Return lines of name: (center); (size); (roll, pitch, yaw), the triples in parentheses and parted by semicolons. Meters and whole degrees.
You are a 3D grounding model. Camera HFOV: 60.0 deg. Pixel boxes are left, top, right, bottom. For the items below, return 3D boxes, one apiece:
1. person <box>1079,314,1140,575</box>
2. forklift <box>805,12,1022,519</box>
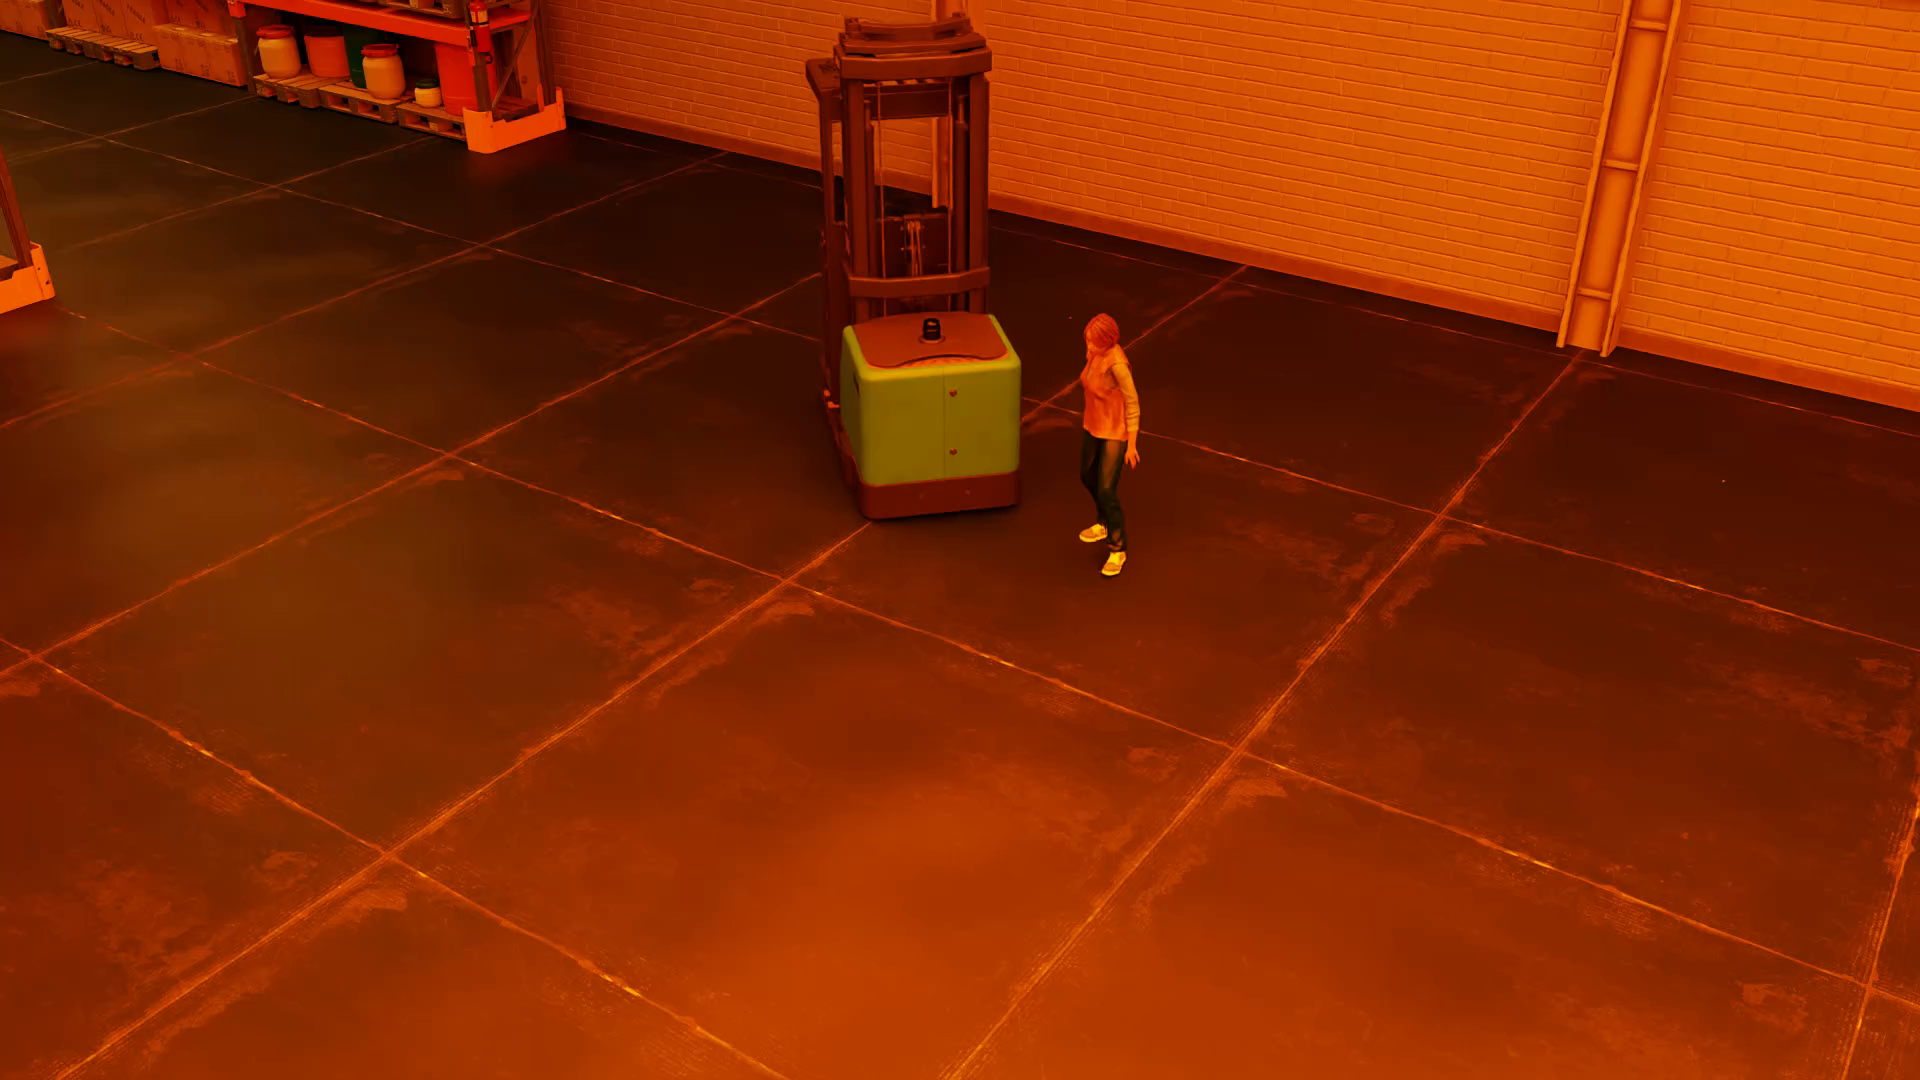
person: (0.896, -0.630, 10.039); (0.374, 1.566, 0.723); (-12, 32, -19)
forklift: (-0.406, -2.126, 11.243); (1.130, 2.935, 3.031); (-6, 31, -10)
